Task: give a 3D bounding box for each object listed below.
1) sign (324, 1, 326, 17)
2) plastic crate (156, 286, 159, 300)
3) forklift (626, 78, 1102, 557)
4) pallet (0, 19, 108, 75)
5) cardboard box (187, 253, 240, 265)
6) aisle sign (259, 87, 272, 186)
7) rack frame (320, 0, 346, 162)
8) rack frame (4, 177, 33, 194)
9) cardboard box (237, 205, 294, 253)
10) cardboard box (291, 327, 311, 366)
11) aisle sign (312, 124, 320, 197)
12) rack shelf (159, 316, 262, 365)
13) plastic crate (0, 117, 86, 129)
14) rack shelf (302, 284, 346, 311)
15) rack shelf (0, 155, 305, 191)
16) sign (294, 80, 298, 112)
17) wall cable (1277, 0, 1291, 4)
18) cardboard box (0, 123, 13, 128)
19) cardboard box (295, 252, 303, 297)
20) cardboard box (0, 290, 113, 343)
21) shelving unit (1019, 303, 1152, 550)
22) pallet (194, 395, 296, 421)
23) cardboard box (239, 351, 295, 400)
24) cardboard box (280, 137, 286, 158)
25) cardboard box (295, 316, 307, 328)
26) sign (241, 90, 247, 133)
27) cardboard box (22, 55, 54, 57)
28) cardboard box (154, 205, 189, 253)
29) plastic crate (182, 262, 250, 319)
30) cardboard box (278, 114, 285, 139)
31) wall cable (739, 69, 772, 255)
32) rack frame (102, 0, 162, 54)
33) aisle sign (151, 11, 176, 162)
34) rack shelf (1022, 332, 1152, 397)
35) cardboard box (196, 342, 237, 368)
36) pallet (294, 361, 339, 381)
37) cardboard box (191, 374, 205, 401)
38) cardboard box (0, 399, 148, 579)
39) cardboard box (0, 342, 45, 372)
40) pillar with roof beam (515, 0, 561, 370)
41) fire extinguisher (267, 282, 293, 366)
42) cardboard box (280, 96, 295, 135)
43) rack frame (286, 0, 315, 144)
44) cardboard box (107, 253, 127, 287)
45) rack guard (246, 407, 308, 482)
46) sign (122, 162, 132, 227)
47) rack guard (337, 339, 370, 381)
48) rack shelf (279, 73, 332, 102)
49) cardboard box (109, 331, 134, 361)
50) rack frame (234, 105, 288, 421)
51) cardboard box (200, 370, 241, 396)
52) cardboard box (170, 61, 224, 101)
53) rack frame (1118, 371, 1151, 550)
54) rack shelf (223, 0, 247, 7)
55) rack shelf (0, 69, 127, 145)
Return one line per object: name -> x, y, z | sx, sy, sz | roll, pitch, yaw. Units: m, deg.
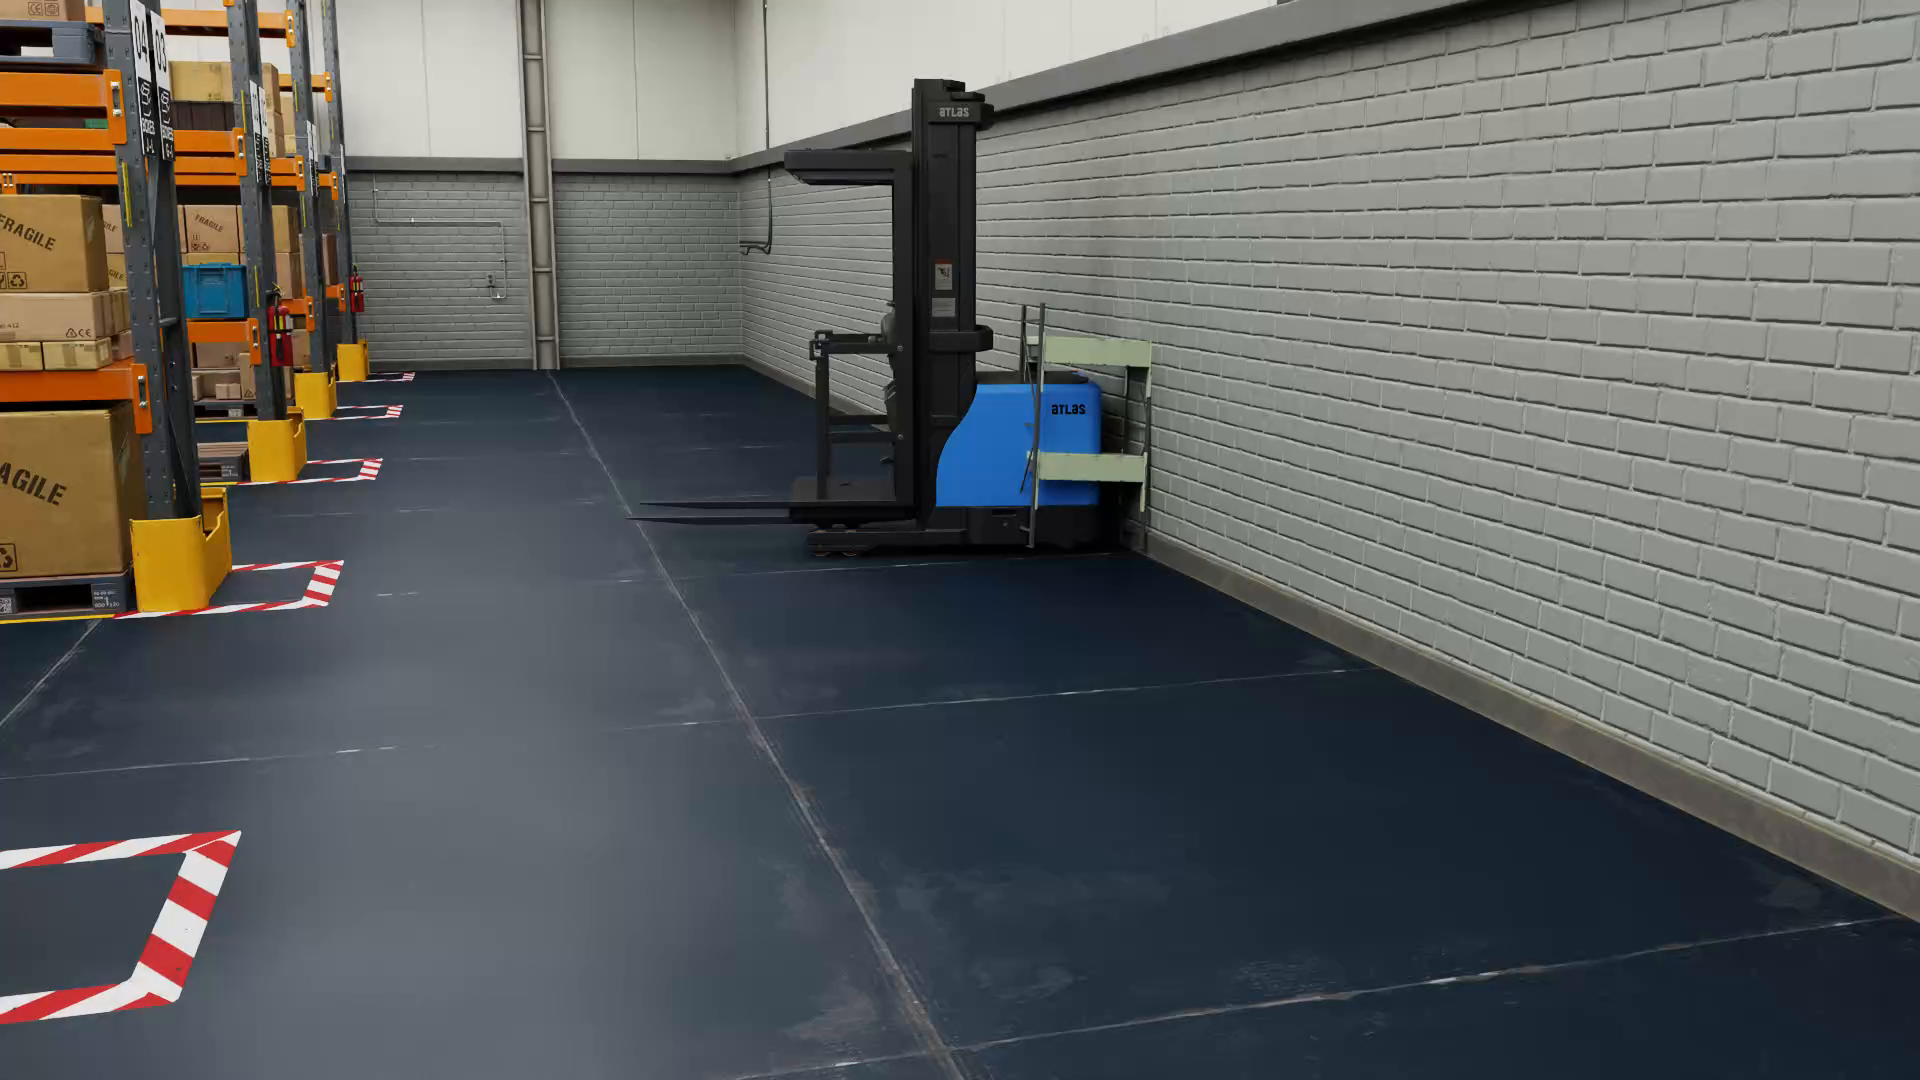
sign -> -8.453, -7.128, 22.111 | 0.005, 0.325, 0.100 | -3, 11, -16
plastic crate -> -6.783, -2.010, 13.979 | 0.300, 0.233, 0.416 | -3, 11, -16
forklift -> -0.628, -1.436, 10.749 | 3.031, 2.935, 1.130 | -1, 10, -3
pallet -> -5.147, -2.583, 8.752 | 1.213, 0.211, 1.003 | -3, 11, -16
cardboard box -> -8.054, -2.865, 18.050 | 0.500, 0.500, 0.500 | -3, 11, -15
aisle sign -> -5.836, -3.386, 13.972 | 0.004, 0.787, 0.394 | -3, 11, -16
rack frame -> -8.591, -6.724, 22.719 | 0.127, 3.000, 1.000 | -3, 11, -16
rack frame -> -12.432, -3.572, 22.162 | 0.127, 3.000, 1.000 | -3, 11, -16
cardboard box -> -7.553, -3.384, 18.104 | 0.500, 0.500, 0.500 | -3, 11, -16
cardboard box -> -9.235, -2.698, 23.163 | 0.500, 0.500, 0.700 | -3, 11, -16
aisle sign -> -7.220, -4.246, 18.646 | 0.004, 0.787, 0.394 | -3, 11, -16
rack shelf -> -7.742, -1.597, 13.422 | 4.000, 0.370, 1.077 | -3, 11, -16
plastic crate -> -7.366, -3.467, 13.480 | 0.767, 0.338, 0.504 | -3, 11, -16
rack shelf -> -10.511, -3.319, 22.777 | 4.000, 0.370, 1.077 | -3, 11, -16
rack shelf -> -9.123, -3.933, 17.829 | 4.000, 0.370, 1.077 | -3, 11, -16
sign -> -7.067, -4.726, 17.704 | 0.005, 0.325, 0.100 | -3, 11, -16
wall cable -> 1.955, -5.410, 6.695 | 0.120, 5.999, 2.277 | -3, 11, -16
cardboard box -> -10.028, -4.365, 17.221 | 0.500, 0.250, 0.500 | -3, 11, -16
cardboard box -> -7.703, -2.986, 18.703 | 0.500, 0.500, 0.500 | -3, 11, -15
cardboard box -> -4.829, -1.193, 8.833 | 0.500, 0.250, 0.500 | -3, 11, -17
shelving unit -> 0.775, -0.712, 10.470 | 0.755, 1.500, 0.431 | 1, 6, -16
pallet -> -8.041, -1.497, 18.597 | 1.213, 0.211, 1.003 | -3, 11, -16
cardboard box -> -7.656, -1.830, 18.390 | 0.500, 0.500, 0.500 | -3, 11, -16
cardboard box -> -7.767, -4.333, 18.426 | 0.500, 0.250, 0.500 | -3, 11, -16
cardboard box -> -9.171, -3.058, 23.328 | 0.250, 0.149, 0.380 | -3, 11, -16
sign -> -5.653, -3.381, 13.130 | 0.005, 0.325, 0.100 | -3, 11, -16
cardboard box -> -9.589, -4.785, 17.431 | 0.500, 0.500, 0.700 | -3, 11, -16
cardboard box -> -8.535, -3.331, 17.817 | 0.500, 0.500, 0.500 | -3, 11, -14
plastic crate -> -6.091, -2.049, 13.630 | 0.499, 0.435, 0.616 | -3, 11, -16
cardboard box -> -7.769, -4.580, 18.386 | 0.500, 0.250, 0.500 | -3, 11, -16
wall cable -> -3.061, -5.421, 24.217 | 0.112, 2.526, 3.097 | -3, 11, -16
rack frame -> -4.438, -4.141, 8.687 | 0.127, 3.000, 1.000 | -3, 11, -16
aisle sign -> -4.452, -2.525, 9.297 | 0.004, 0.787, 0.394 | -3, 11, -16
rack shelf -> 0.791, -1.100, 10.431 | 0.720, 0.370, 0.431 | 1, 6, -16
cardboard box -> -10.198, -2.647, 22.887 | 0.500, 0.500, 0.700 | -3, 11, -18
pallet -> -9.337, -2.348, 23.221 | 1.213, 0.211, 1.003 | -3, 11, -16
cardboard box -> -8.577, -1.664, 18.179 | 0.500, 0.250, 0.500 | -3, 11, -16
cardboard box -> -5.030, -0.306, 9.133 | 0.875, 0.875, 0.875 | -3, 11, -16
cardboard box -> -4.937, -0.979, 8.771 | 0.250, 0.149, 0.380 | -3, 11, -15
pillar with roof beam -> -5.037, -6.263, 20.212 | 0.400, 9.000, 9.100 | -3, 11, -16
fire extinguisher -> -5.550, -1.759, 13.560 | 0.183, 0.674, 0.296 | -3, 11, -16
cardboard box -> -9.218, -5.715, 22.430 | 0.500, 0.500, 0.500 | -3, 11, -16
rack frame -> -7.203, -5.863, 18.042 | 0.127, 3.000, 1.000 | -3, 11, -16
cardboard box -> -9.019, -2.816, 17.780 | 0.500, 0.500, 0.500 | -3, 11, -17
rack guard -> -5.803, -0.826, 14.152 | 0.348, 0.500, 1.175 | -3, 11, -16
sign -> -4.299, -1.782, 8.587 | 0.005, 0.325, 0.100 | -3, 11, -16
rack guard -> -8.568, -2.546, 23.495 | 0.348, 0.500, 1.175 | -3, 11, -16
rack shelf -> -10.511, -6.073, 22.270 | 4.000, 0.370, 1.077 | -3, 11, -16
cardboard box -> -4.871, -1.107, 9.467 | 0.250, 0.149, 0.380 | -3, 11, -15
rack frame -> -5.822, -2.052, 13.907 | 0.127, 3.000, 1.000 | -3, 11, -16
cardboard box -> -8.284, -1.774, 18.775 | 0.500, 0.250, 0.500 | -3, 11, -16
cardboard box -> -8.195, -4.890, 18.000 | 0.500, 0.500, 0.700 | -3, 11, -16
rack frame -> 1.127, -0.707, 10.570 | 0.023, 1.500, 0.400 | 1, 6, -16
rack shelf -> -7.742, -4.350, 12.915 | 4.000, 0.370, 1.077 | -3, 11, -16
rack shelf -> -6.358, -2.211, 8.474 | 4.000, 0.370, 1.077 | -3, 11, -16
